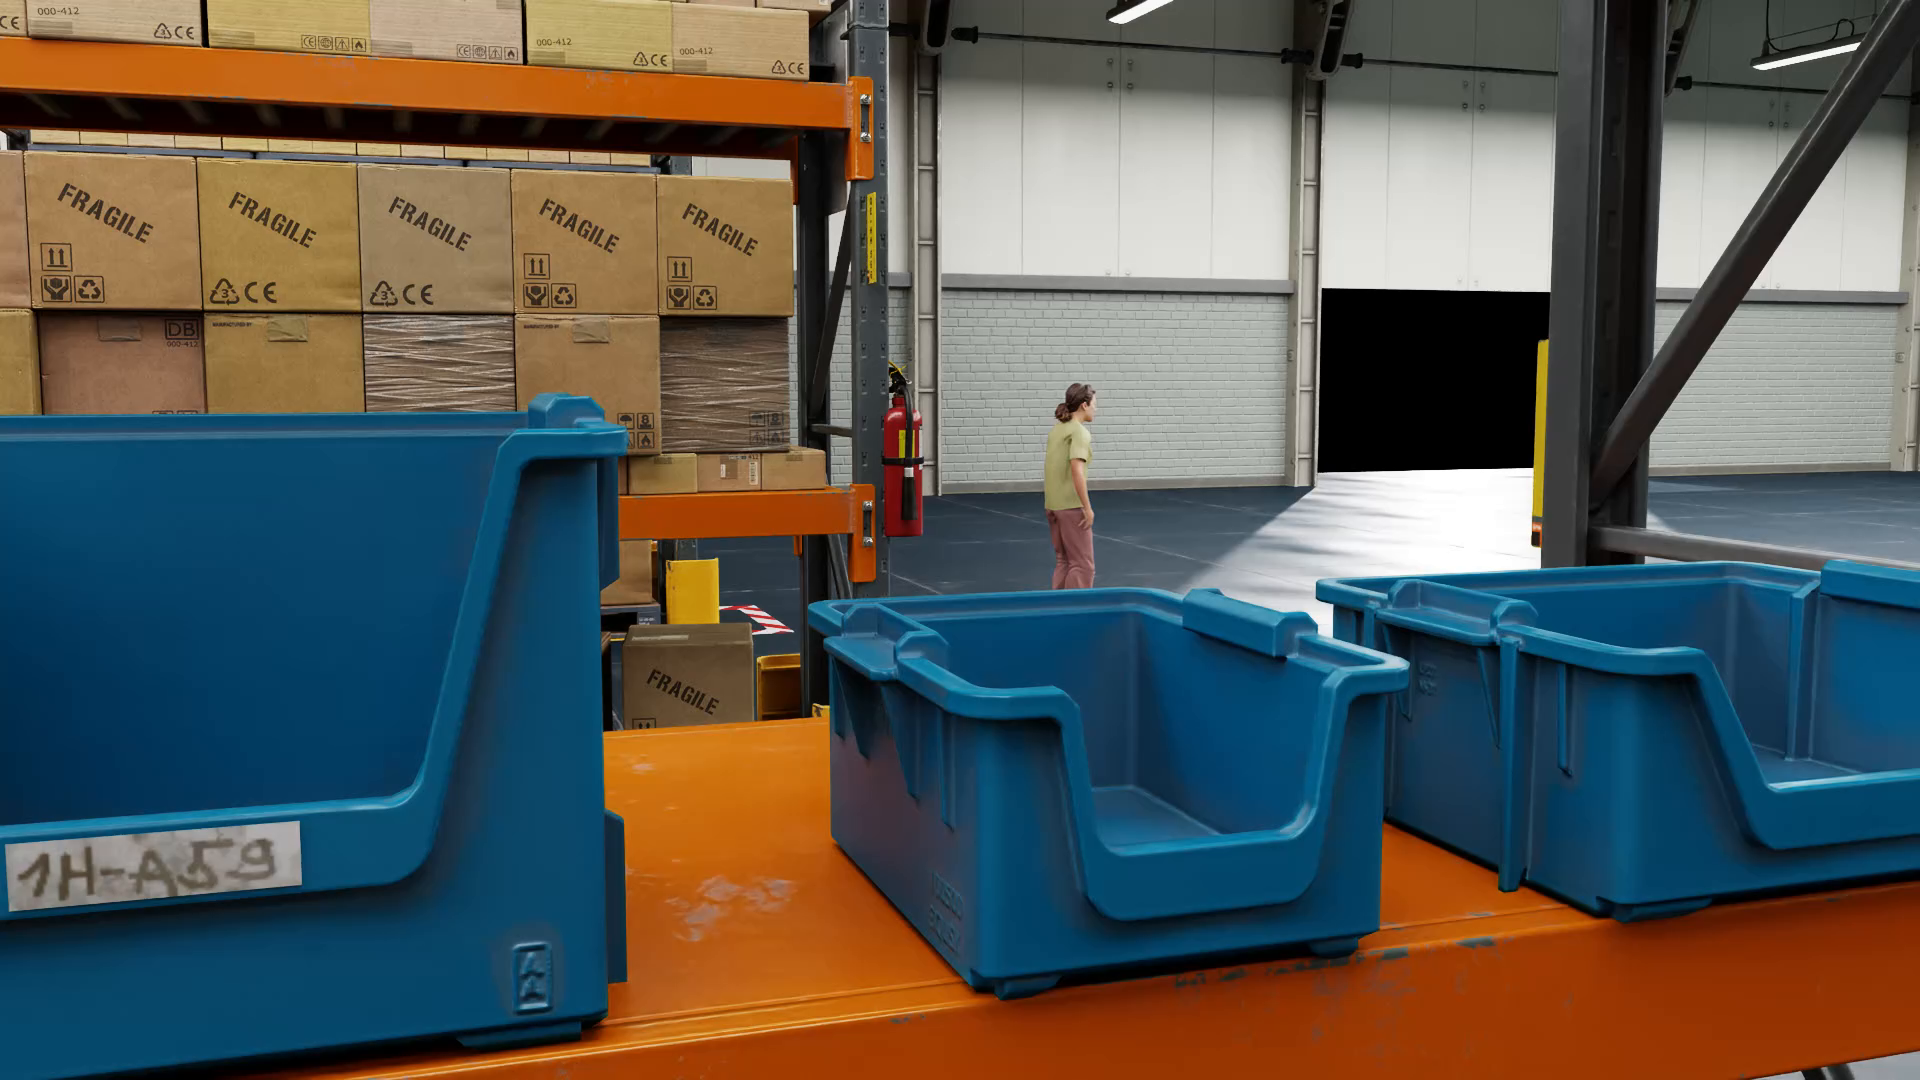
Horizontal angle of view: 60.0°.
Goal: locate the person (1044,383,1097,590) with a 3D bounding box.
[{"bbox_3d":[0.739,-0.190,10.889,0.351,1.672,0.505,-2,6,-20],"label":"person"}]
